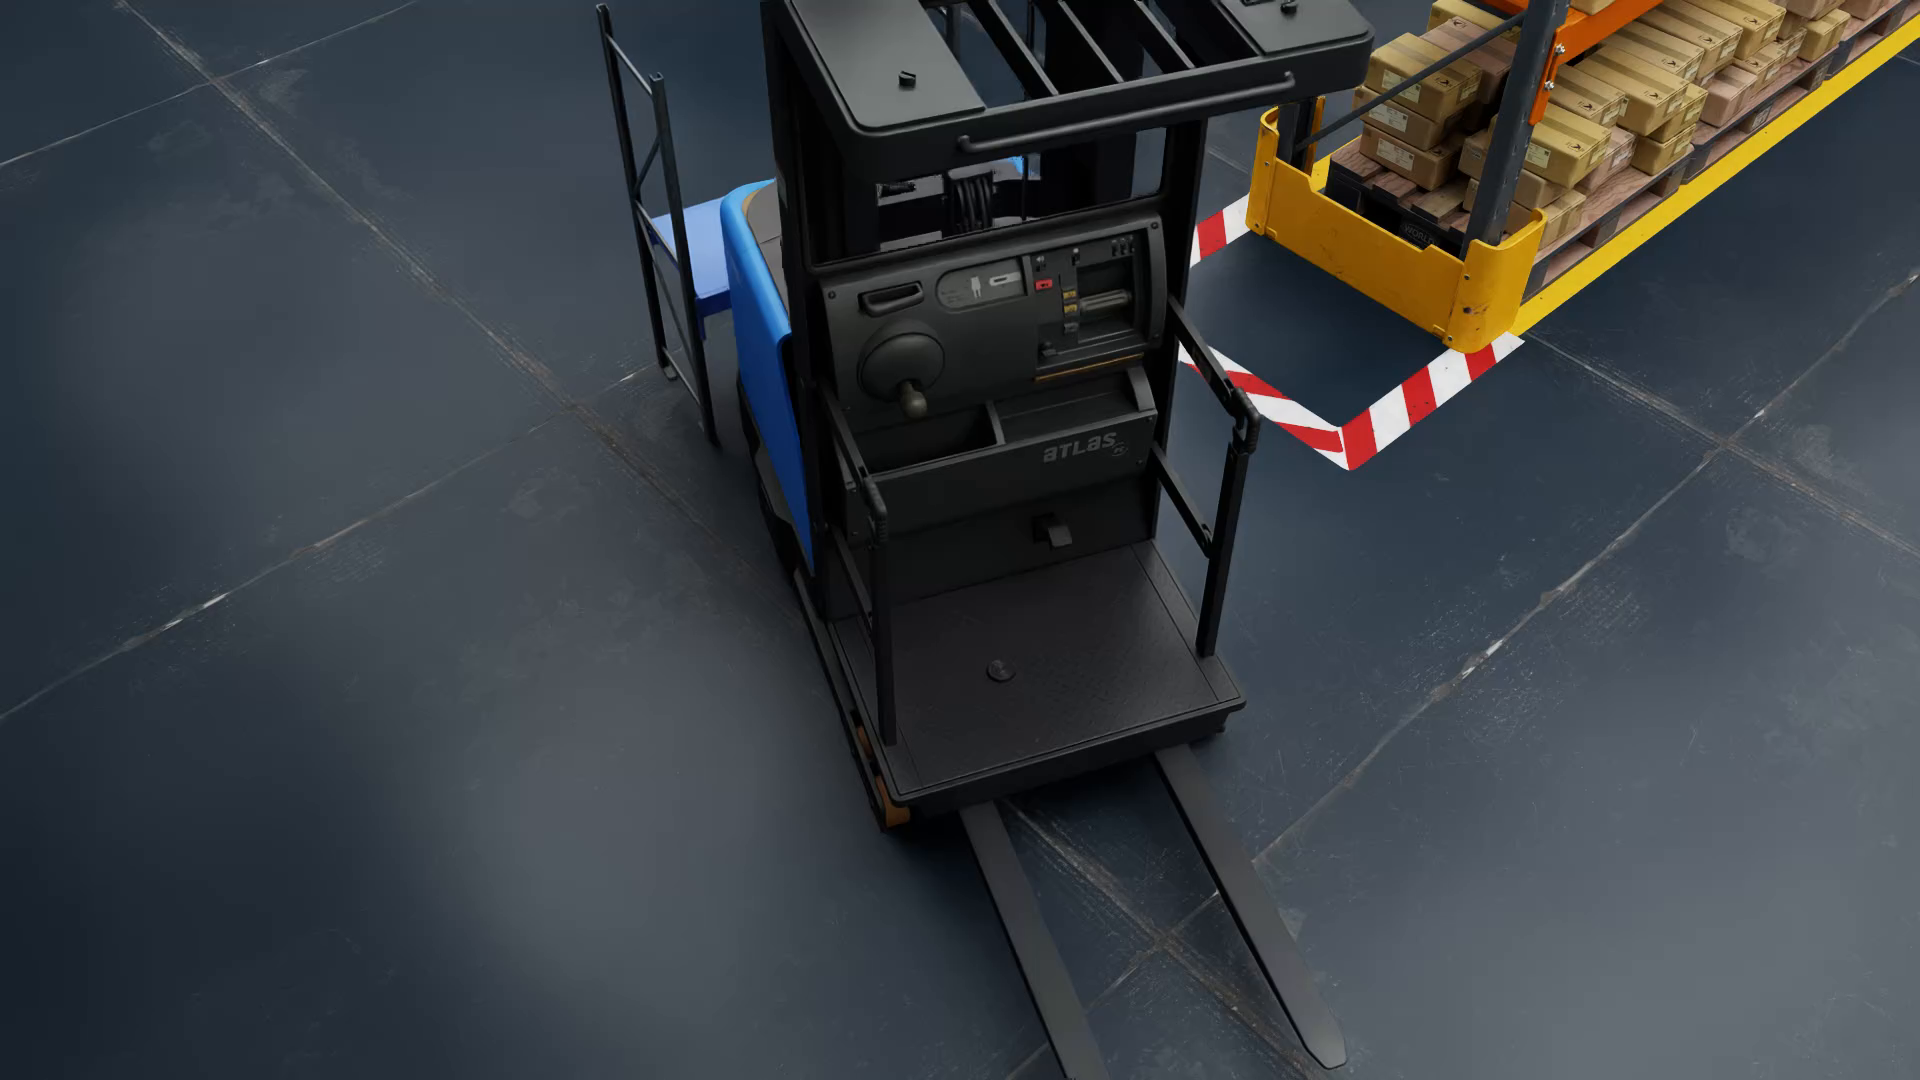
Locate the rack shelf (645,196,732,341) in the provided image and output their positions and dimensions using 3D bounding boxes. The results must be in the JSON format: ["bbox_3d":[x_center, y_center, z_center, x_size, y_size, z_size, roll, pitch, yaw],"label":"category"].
[{"bbox_3d":[-0.578,-1.090,5.980,1.000,0.185,0.538,-22,51,-19],"label":"rack shelf"}]

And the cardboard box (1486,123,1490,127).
[{"bbox_3d":[2.258,-1.895,7.112,0.250,0.149,0.380,-34,56,-27],"label":"cardboard box"}]

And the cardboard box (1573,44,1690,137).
[{"bbox_3d":[2.645,-1.788,6.608,0.250,0.149,0.380,-34,56,-27],"label":"cardboard box"}]

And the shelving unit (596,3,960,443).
[{"bbox_3d":[-0.578,-1.212,5.848,1.048,1.500,0.538,-22,51,-19],"label":"shelving unit"}]

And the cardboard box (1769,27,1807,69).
[{"bbox_3d":[3.528,-2.250,7.439,0.250,0.149,0.380,-33,55,-27],"label":"cardboard box"}]

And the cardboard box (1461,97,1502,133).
[{"bbox_3d":[2.062,-1.873,6.888,0.250,0.149,0.380,-35,56,-28],"label":"cardboard box"}]

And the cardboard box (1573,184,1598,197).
[{"bbox_3d":[2.375,-1.514,6.760,0.250,0.149,0.380,-34,56,-27],"label":"cardboard box"}]

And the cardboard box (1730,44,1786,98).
[{"bbox_3d":[3.372,-2.113,7.312,0.250,0.149,0.380,-34,56,-27],"label":"cardboard box"}]

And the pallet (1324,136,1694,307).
[{"bbox_3d":[2.315,-1.554,7.041,1.213,0.211,1.003,-34,56,-27],"label":"pallet"}]

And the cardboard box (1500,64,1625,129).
[{"bbox_3d":[2.373,-1.733,6.558,0.250,0.149,0.380,-33,55,-27],"label":"cardboard box"}]

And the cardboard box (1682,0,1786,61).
[{"bbox_3d":[3.210,-2.193,6.982,0.250,0.149,0.380,-33,55,-27],"label":"cardboard box"}]

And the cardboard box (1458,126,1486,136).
[{"bbox_3d":[2.005,-1.811,7.034,0.250,0.149,0.380,-32,55,-26],"label":"cardboard box"}]

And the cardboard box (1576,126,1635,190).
[{"bbox_3d":[2.434,-1.581,6.619,0.250,0.149,0.380,-34,56,-27],"label":"cardboard box"}]

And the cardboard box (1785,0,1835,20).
[{"bbox_3d":[3.589,-2.433,7.203,0.250,0.149,0.380,-36,57,-28],"label":"cardboard box"}]

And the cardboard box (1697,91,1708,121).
[{"bbox_3d":[2.942,-1.886,7.103,0.250,0.149,0.380,-34,56,-27],"label":"cardboard box"}]

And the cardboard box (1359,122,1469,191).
[{"bbox_3d":[1.883,-1.629,6.866,0.250,0.149,0.380,-33,55,-27],"label":"cardboard box"}]

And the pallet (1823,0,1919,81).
[{"bbox_3d":[4.120,-2.761,8.154,1.213,0.211,1.003,-34,56,-27],"label":"pallet"}]

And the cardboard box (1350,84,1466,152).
[{"bbox_3d":[1.832,-1.773,6.796,0.250,0.149,0.380,-35,56,-28],"label":"cardboard box"}]

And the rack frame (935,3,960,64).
[{"bbox_3d":[-0.133,-1.392,6.014,0.032,1.500,0.500,-22,51,-19],"label":"rack frame"}]

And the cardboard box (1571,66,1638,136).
[{"bbox_3d":[2.556,-1.750,6.775,0.250,0.149,0.380,-33,55,-27],"label":"cardboard box"}]

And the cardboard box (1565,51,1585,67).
[{"bbox_3d":[2.483,-2.107,7.105,0.250,0.149,0.380,-34,56,-28],"label":"cardboard box"}]

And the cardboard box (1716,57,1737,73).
[{"bbox_3d":[3.124,-2.157,7.151,0.250,0.149,0.380,-31,54,-25],"label":"cardboard box"}]

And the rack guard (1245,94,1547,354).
[{"bbox_3d":[1.690,-1.270,6.581,0.348,0.500,1.175,-34,56,-27],"label":"rack guard"}]

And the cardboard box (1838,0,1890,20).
[{"bbox_3d":[4.131,-2.605,7.767,0.250,0.149,0.380,-36,57,-28],"label":"cardboard box"}]

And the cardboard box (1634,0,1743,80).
[{"bbox_3d":[2.985,-2.088,6.885,0.250,0.149,0.380,-32,55,-26],"label":"cardboard box"}]

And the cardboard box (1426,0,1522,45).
[{"bbox_3d":[2.185,-2.147,6.939,0.250,0.149,0.380,-35,56,-28],"label":"cardboard box"}]

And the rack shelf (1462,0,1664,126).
[{"bbox_3d":[3.113,-2.825,6.805,4.000,0.370,1.077,-34,56,-27],"label":"rack shelf"}]

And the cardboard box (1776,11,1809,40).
[{"bbox_3d":[3.557,-2.394,7.370,0.380,0.149,0.250,36,57,29],"label":"cardboard box"}]

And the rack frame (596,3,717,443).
[{"bbox_3d":[-1.023,-1.031,5.681,0.032,1.500,0.500,-22,51,-19],"label":"rack frame"}]

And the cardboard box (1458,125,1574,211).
[{"bbox_3d":[2.194,-1.476,6.522,0.250,0.149,0.380,-32,55,-26],"label":"cardboard box"}]

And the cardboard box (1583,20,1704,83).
[{"bbox_3d":[2.773,-1.956,6.763,0.380,0.149,0.250,36,57,29],"label":"cardboard box"}]

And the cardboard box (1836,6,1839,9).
[{"bbox_3d":[3.855,-2.541,7.708,0.250,0.149,0.380,-35,56,-28],"label":"cardboard box"}]

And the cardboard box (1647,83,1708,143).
[{"bbox_3d":[2.819,-1.818,6.838,0.250,0.149,0.380,-32,55,-26],"label":"cardboard box"}]

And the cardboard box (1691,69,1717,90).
[{"bbox_3d":[2.951,-2.000,7.006,0.380,0.149,0.250,36,57,29],"label":"cardboard box"}]

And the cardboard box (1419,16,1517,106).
[{"bbox_3d":[2.079,-1.950,6.757,0.250,0.149,0.380,-33,55,-26],"label":"cardboard box"}]

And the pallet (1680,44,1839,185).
[{"bbox_3d":[3.217,-2.154,7.594,1.213,0.211,1.003,-34,56,-27],"label":"pallet"}]

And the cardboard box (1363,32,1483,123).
[{"bbox_3d":[1.855,-1.857,6.672,0.250,0.149,0.380,-33,55,-27],"label":"cardboard box"}]

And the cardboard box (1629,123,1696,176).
[{"bbox_3d":[2.817,-1.708,6.939,0.250,0.149,0.380,-33,55,-27],"label":"cardboard box"}]

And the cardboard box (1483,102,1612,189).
[{"bbox_3d":[2.250,-1.532,6.371,0.250,0.149,0.380,-36,57,-29],"label":"cardboard box"}]

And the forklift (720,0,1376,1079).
[{"bbox_3d":[0.175,-0.486,4.204,1.130,2.935,3.031,-14,49,-13],"label":"forklift"}]

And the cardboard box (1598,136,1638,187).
[{"bbox_3d":[2.554,-1.641,6.877,0.250,0.149,0.380,-33,55,-27],"label":"cardboard box"}]

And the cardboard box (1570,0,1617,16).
[{"bbox_3d":[2.094,-1.977,5.704,0.250,0.149,0.380,-34,56,-27],"label":"cardboard box"}]

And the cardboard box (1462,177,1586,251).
[{"bbox_3d":[2.236,-1.341,6.600,0.250,0.149,0.380,-33,55,-26],"label":"cardboard box"}]

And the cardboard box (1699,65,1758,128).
[{"bbox_3d":[3.184,-1.962,7.173,0.380,0.149,0.250,36,57,29],"label":"cardboard box"}]

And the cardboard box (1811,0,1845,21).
[{"bbox_3d":[3.769,-2.516,7.482,0.250,0.149,0.380,-32,55,-26],"label":"cardboard box"}]

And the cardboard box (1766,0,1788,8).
[{"bbox_3d":[3.332,-2.369,7.144,0.250,0.149,0.380,-34,56,-27],"label":"cardboard box"}]

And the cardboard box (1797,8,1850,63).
[{"bbox_3d":[3.766,-2.342,7.524,0.250,0.149,0.380,-34,56,-27],"label":"cardboard box"}]

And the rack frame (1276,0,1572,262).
[{"bbox_3d":[1.633,-2.080,5.628,0.127,3.000,1.000,-34,56,-27],"label":"rack frame"}]
